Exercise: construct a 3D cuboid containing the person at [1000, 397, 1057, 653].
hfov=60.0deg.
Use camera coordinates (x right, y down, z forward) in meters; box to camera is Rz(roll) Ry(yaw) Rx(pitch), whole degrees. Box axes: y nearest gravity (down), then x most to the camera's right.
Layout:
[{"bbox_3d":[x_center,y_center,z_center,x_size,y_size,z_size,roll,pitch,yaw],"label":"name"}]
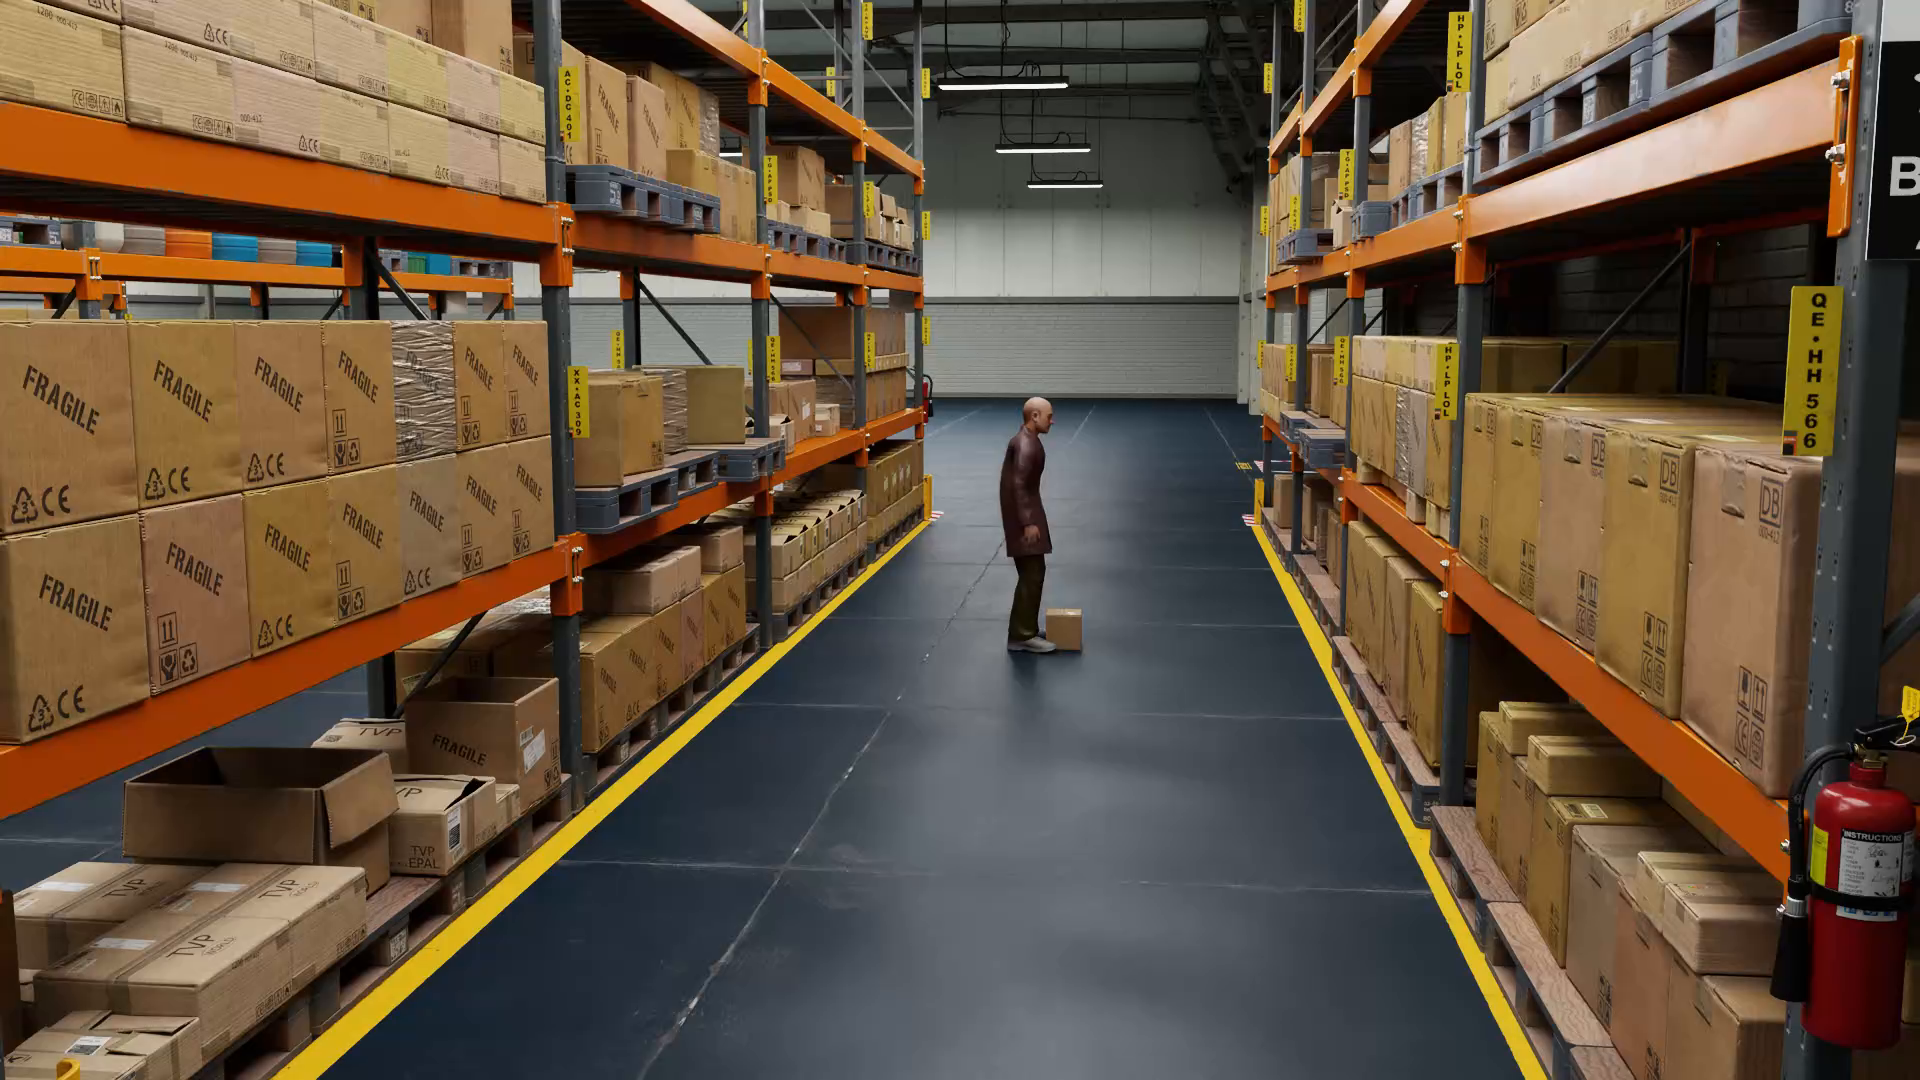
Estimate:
[{"bbox_3d":[0.492,-0.121,11.772,0.427,1.773,0.641,1,7,6],"label":"person"}]
